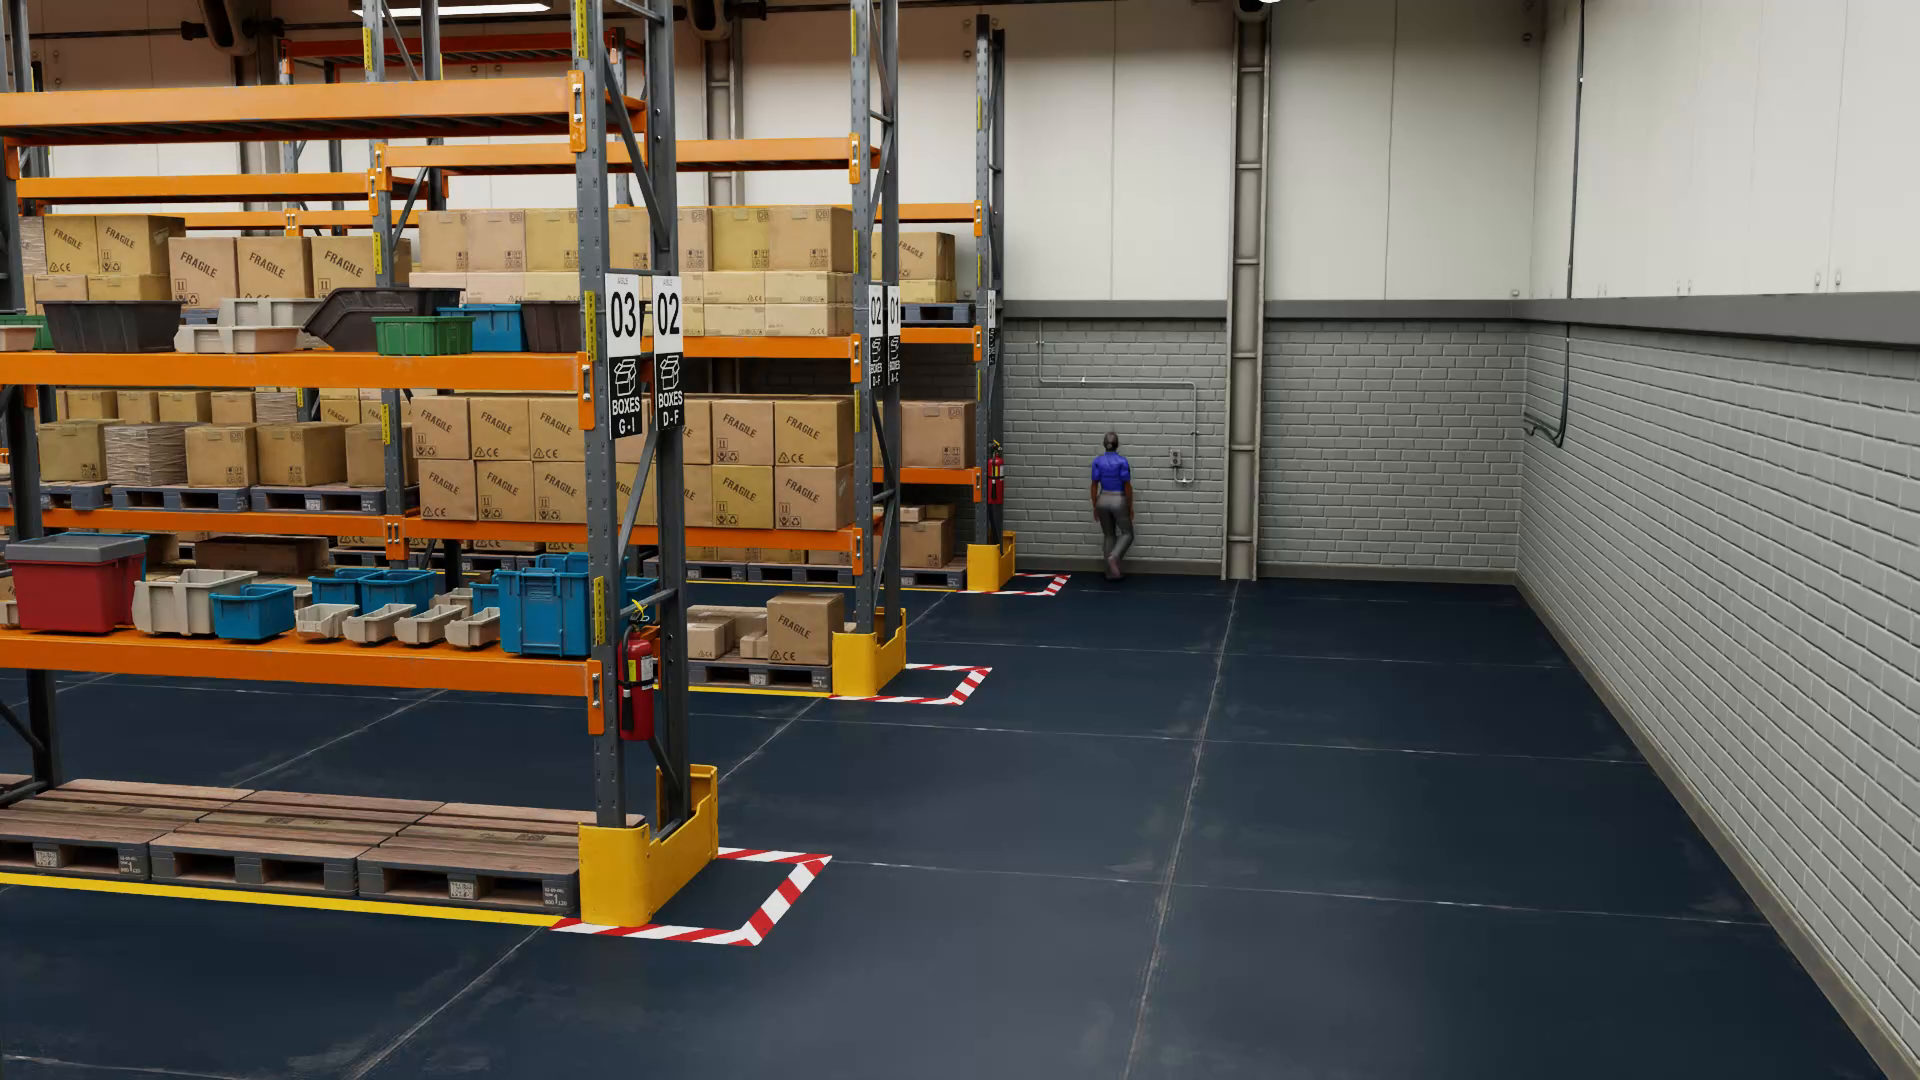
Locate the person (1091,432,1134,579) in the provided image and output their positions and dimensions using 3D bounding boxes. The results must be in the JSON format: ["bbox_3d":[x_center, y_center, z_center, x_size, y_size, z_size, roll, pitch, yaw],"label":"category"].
[{"bbox_3d":[1.682,-0.370,18.334,0.480,1.644,0.561,4,9,24],"label":"person"}]
